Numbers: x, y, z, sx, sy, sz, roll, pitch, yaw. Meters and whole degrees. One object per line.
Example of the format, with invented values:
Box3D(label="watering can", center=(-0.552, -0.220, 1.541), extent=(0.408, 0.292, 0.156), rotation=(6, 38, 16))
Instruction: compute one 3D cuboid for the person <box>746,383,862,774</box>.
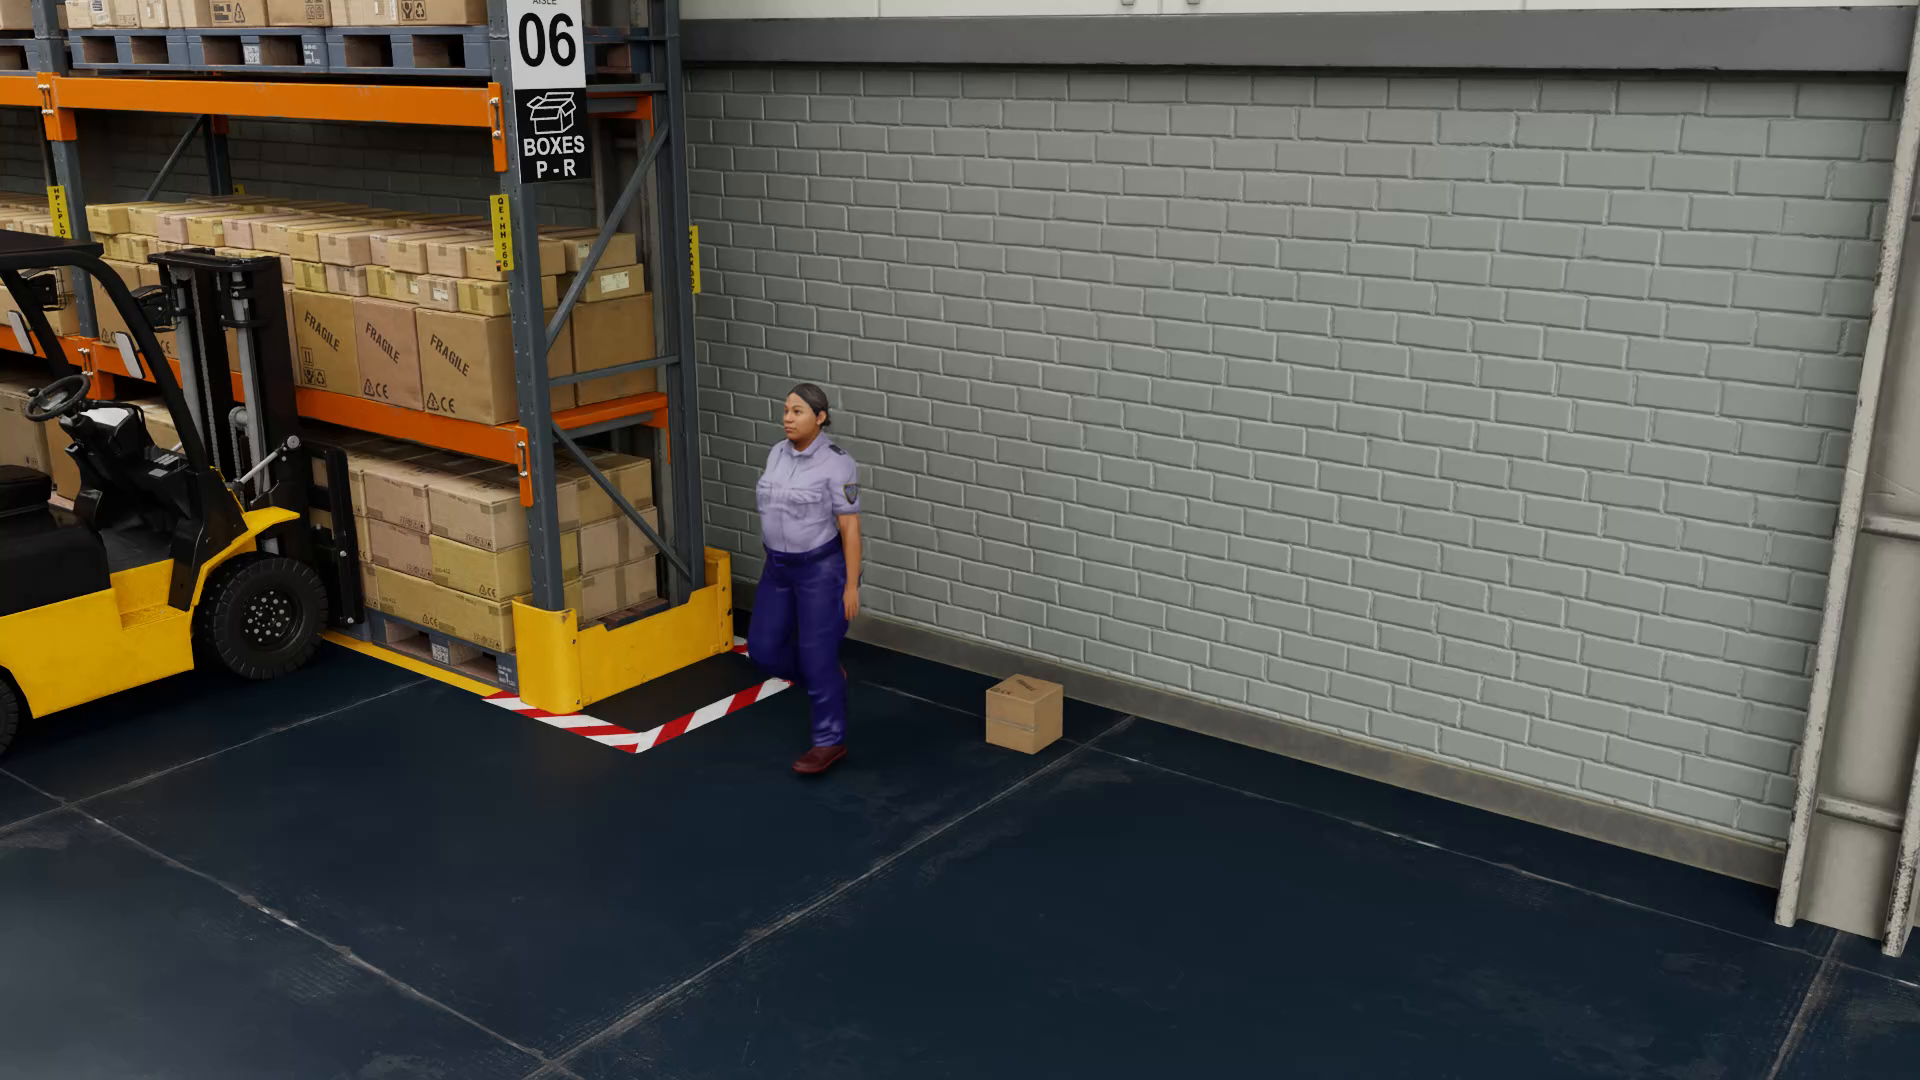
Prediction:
Box3D(label="person", center=(-0.609, 0.139, 7.037), extent=(0.501, 1.634, 0.505), rotation=(13, 21, 36))
